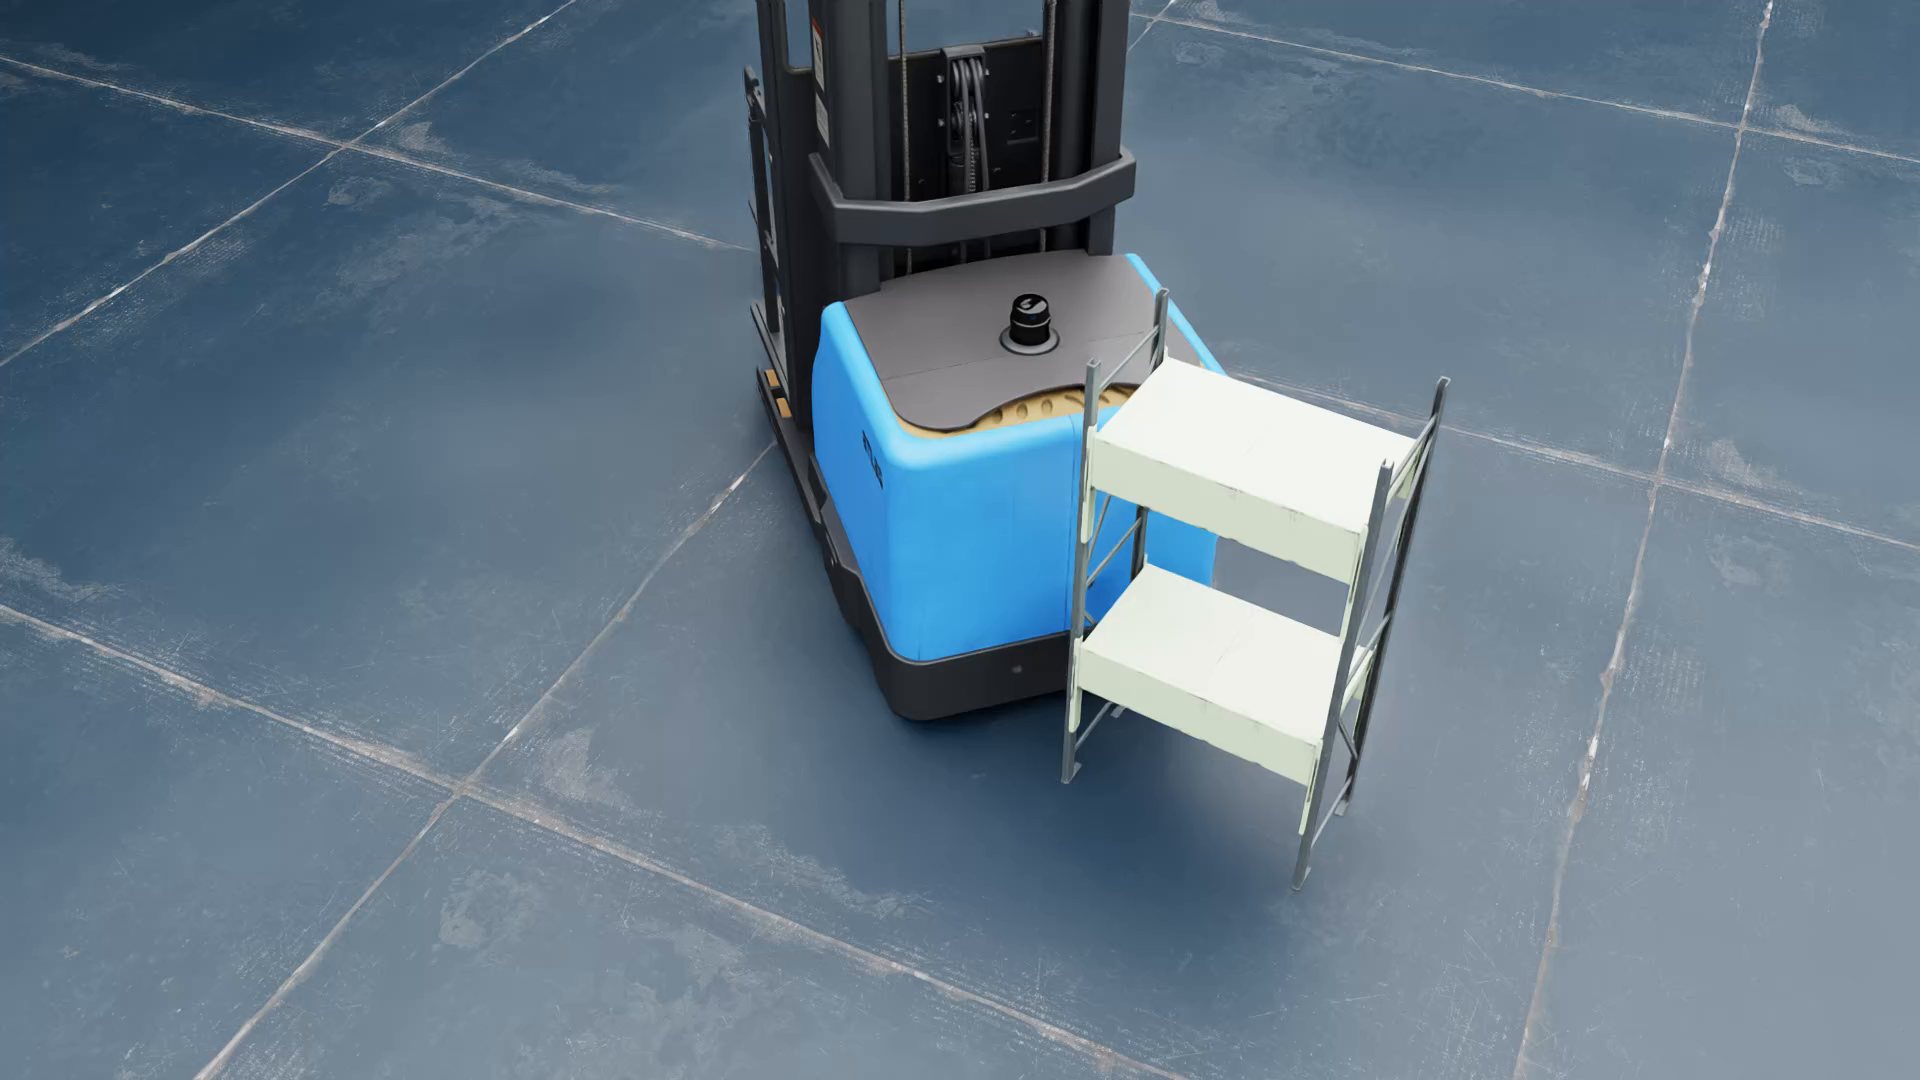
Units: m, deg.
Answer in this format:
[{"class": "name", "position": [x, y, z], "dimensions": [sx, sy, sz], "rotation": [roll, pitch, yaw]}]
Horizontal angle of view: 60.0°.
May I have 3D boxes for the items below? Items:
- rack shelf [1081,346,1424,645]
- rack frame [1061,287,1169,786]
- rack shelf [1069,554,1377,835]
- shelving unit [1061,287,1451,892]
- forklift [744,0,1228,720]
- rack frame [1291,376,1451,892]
[{"class": "rack shelf", "position": [0.725, -0.125, 4.153], "dimensions": [0.720, 0.370, 0.431], "rotation": [22, 46, 23]}, {"class": "rack frame", "position": [0.414, 0.044, 4.554], "dimensions": [0.023, 1.500, 0.400], "rotation": [22, 46, 23]}, {"class": "rack shelf", "position": [0.725, 0.416, 4.622], "dimensions": [0.720, 0.370, 0.431], "rotation": [22, 46, 23]}, {"class": "shelving unit", "position": [0.725, 0.170, 4.409], "dimensions": [0.755, 1.500, 0.431], "rotation": [22, 46, 23]}, {"class": "forklift", "position": [-0.132, -1.540, 5.289], "dimensions": [1.130, 2.935, 3.031], "rotation": [-11, 42, -13]}, {"class": "rack frame", "position": [1.036, 0.296, 4.263], "dimensions": [0.023, 1.500, 0.400], "rotation": [22, 46, 23]}]
